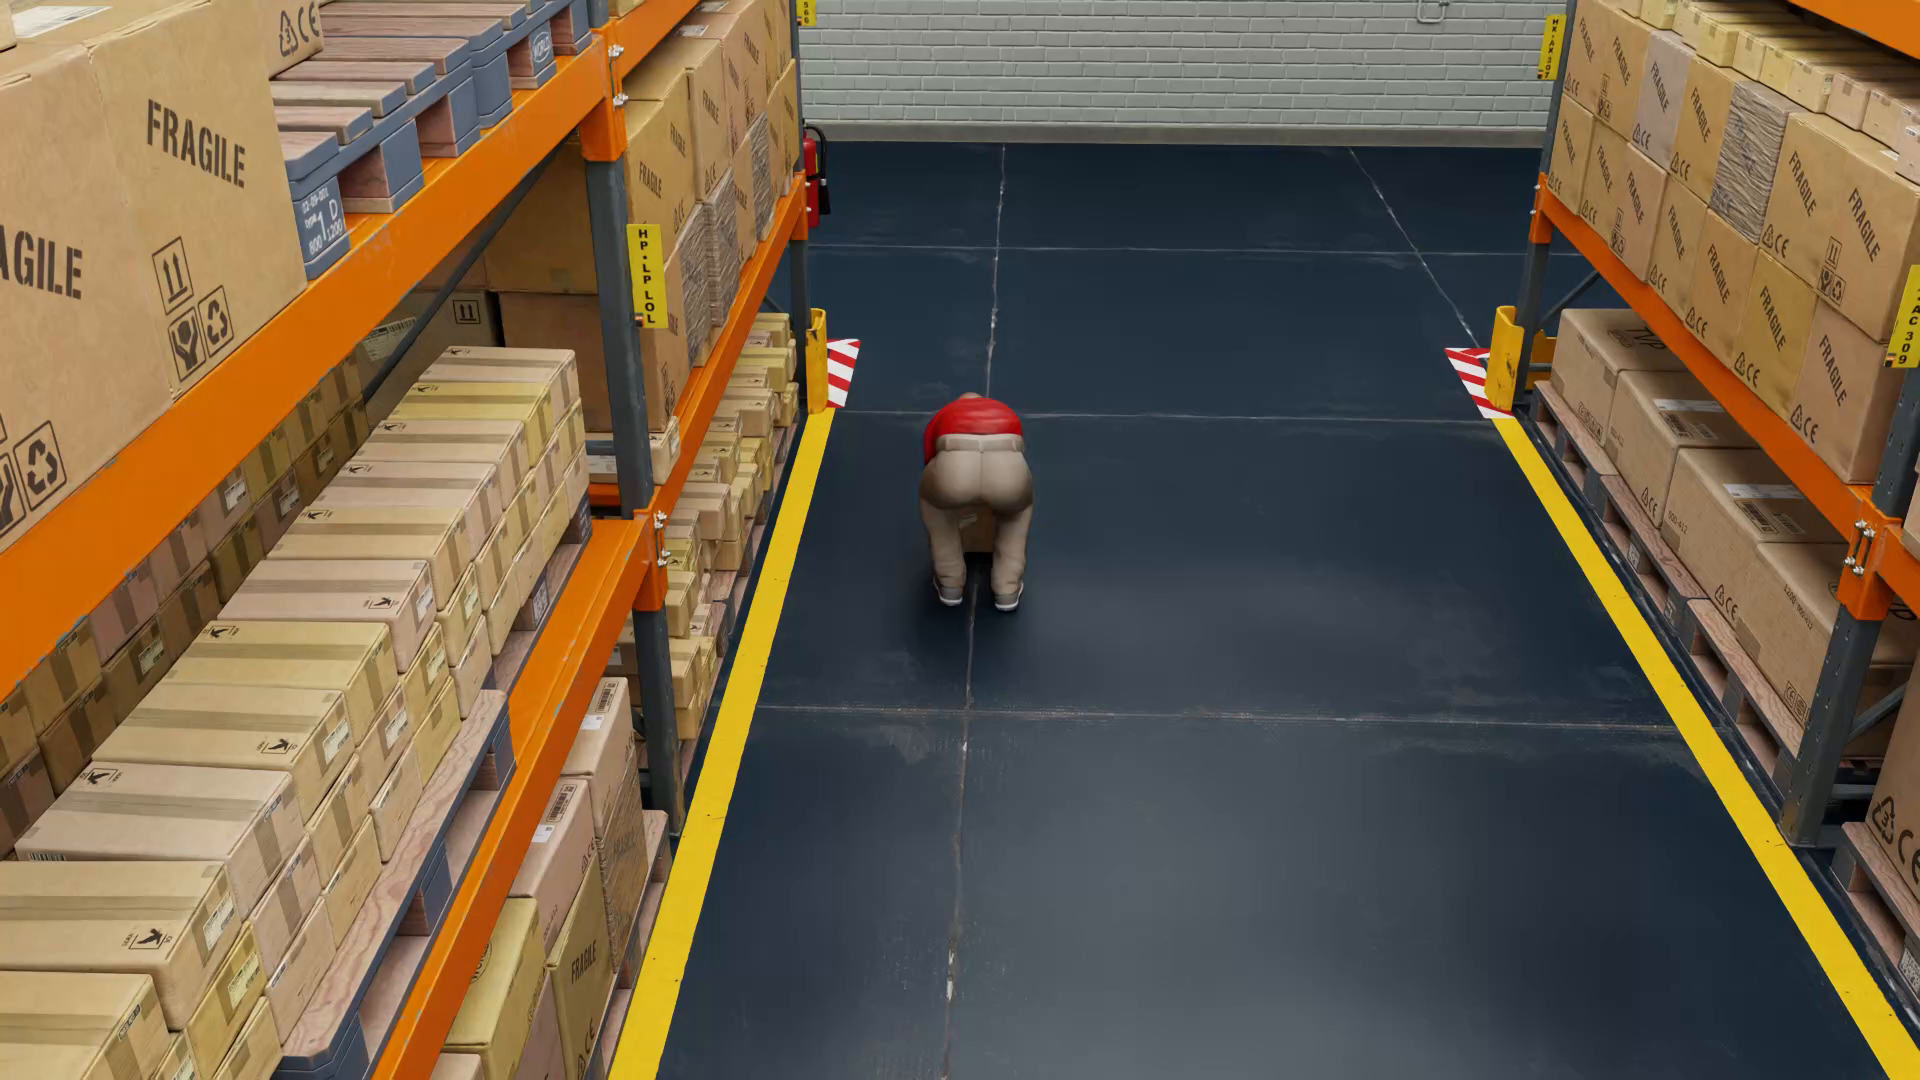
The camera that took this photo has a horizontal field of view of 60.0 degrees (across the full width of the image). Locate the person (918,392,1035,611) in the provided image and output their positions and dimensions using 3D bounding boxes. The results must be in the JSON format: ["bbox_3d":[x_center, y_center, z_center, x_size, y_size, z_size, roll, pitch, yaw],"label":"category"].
[{"bbox_3d":[0.075,-0.227,7.450,0.526,0.908,0.956,-1,28,-1],"label":"person"}]
